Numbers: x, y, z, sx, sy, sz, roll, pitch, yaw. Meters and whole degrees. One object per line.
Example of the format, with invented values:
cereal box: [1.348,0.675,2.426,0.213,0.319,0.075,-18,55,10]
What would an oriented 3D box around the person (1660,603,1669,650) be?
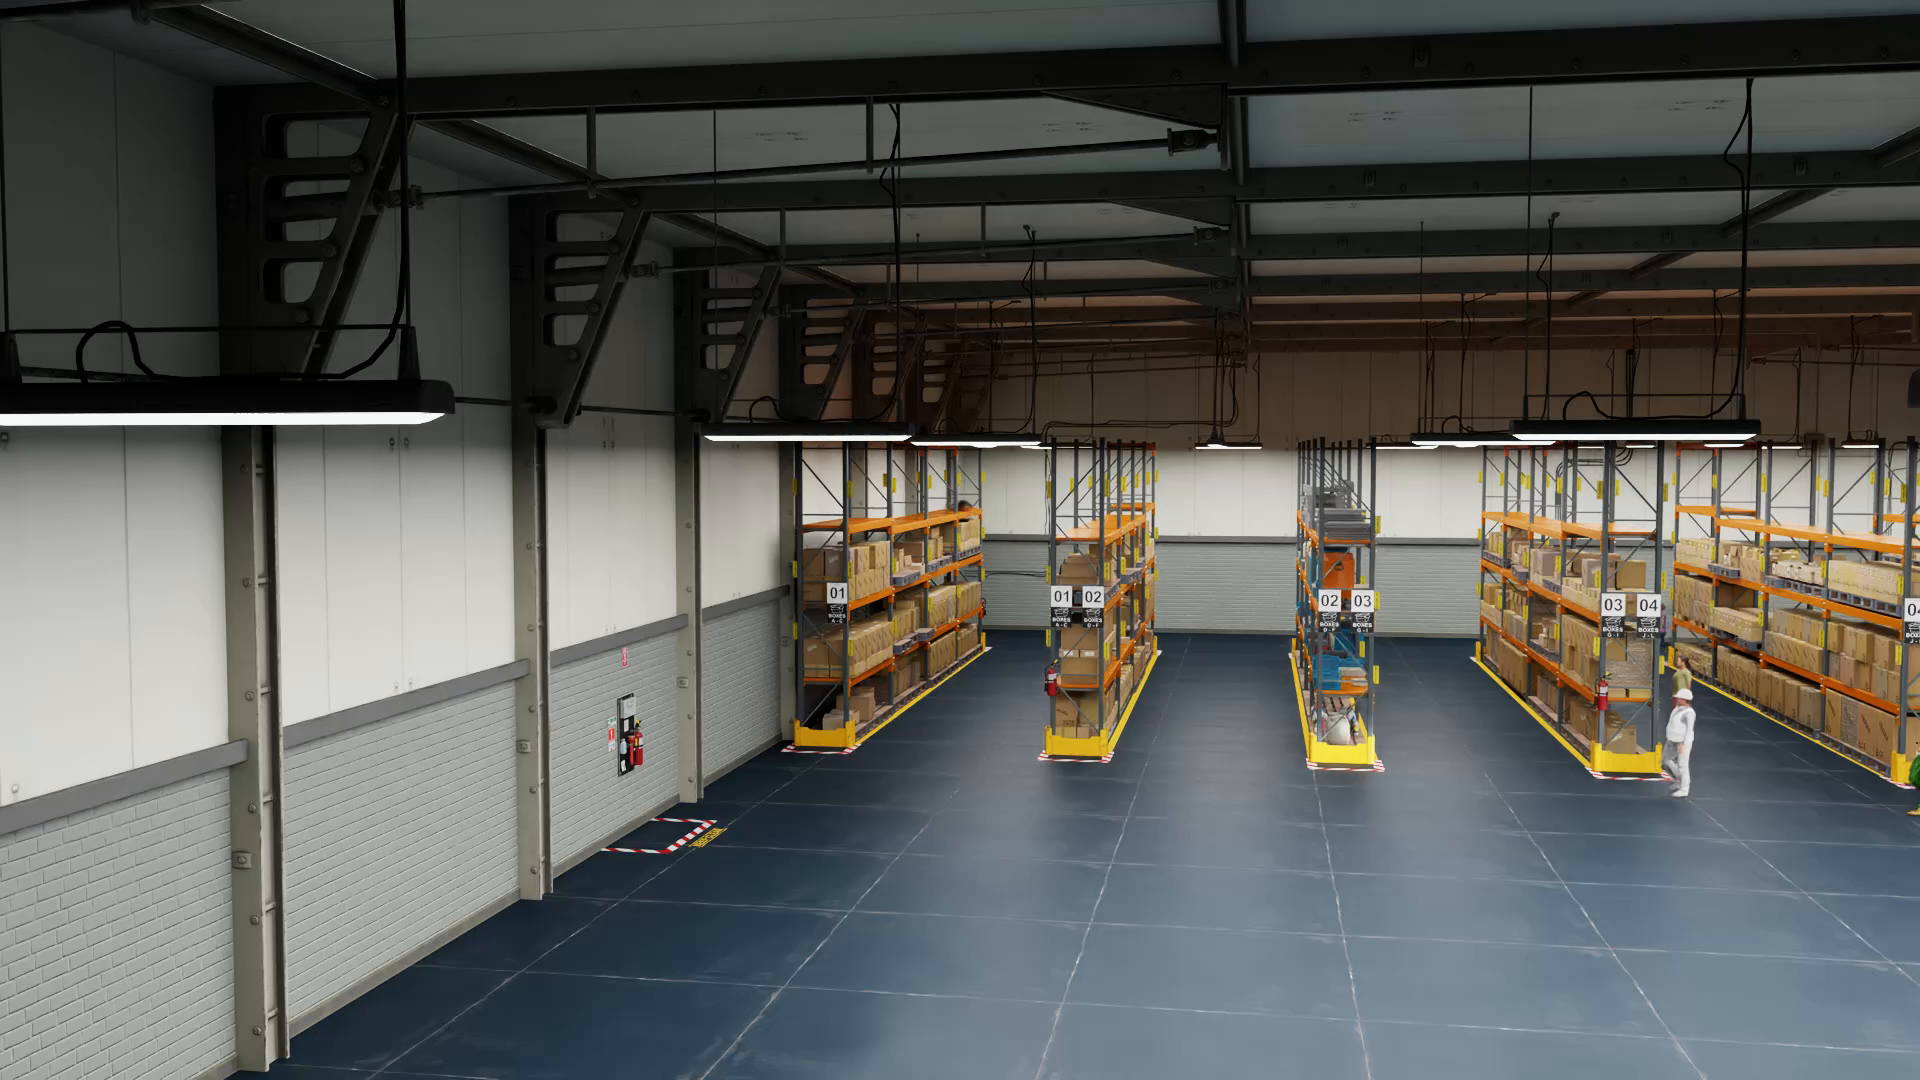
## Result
person: [19.332,2.512,45.791,0.785,1.547,0.451,1,3,11]

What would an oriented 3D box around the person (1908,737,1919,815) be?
person: [15.226,3.442,26.221,0.637,1.775,0.605,-1,3,-19]

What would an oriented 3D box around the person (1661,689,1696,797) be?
person: [12.000,3.356,27.756,0.496,1.770,0.631,-1,3,-13]

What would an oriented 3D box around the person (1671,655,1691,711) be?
person: [14.340,3.127,33.085,0.374,1.676,0.481,-1,3,-17]
